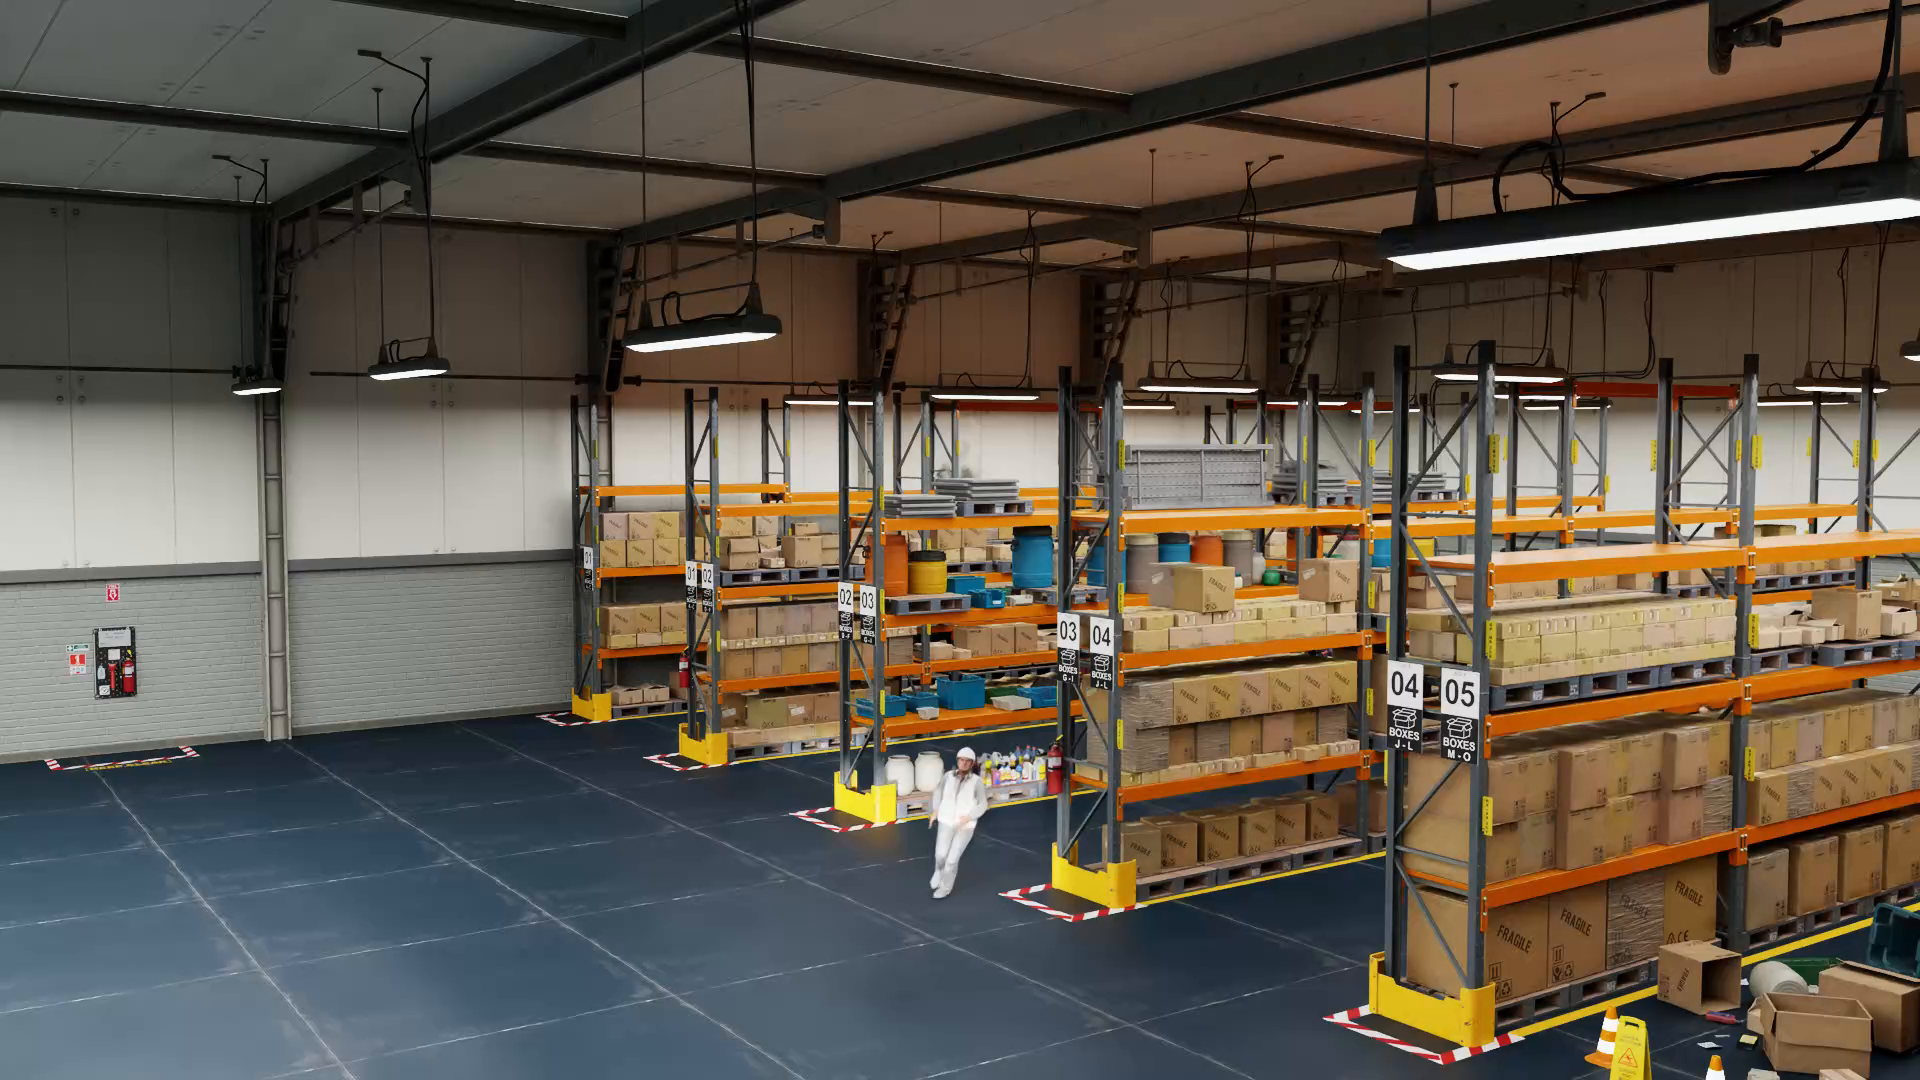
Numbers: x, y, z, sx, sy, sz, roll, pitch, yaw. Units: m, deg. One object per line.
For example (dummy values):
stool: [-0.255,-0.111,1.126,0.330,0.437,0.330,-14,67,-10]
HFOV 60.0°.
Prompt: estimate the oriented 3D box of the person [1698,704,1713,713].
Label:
person: [9.928,3.009,22.295,0.557,1.627,0.559,-3,5,-43]

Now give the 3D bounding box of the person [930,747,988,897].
person: [-0.030,3.185,18.669,0.673,1.702,0.580,1,4,11]
